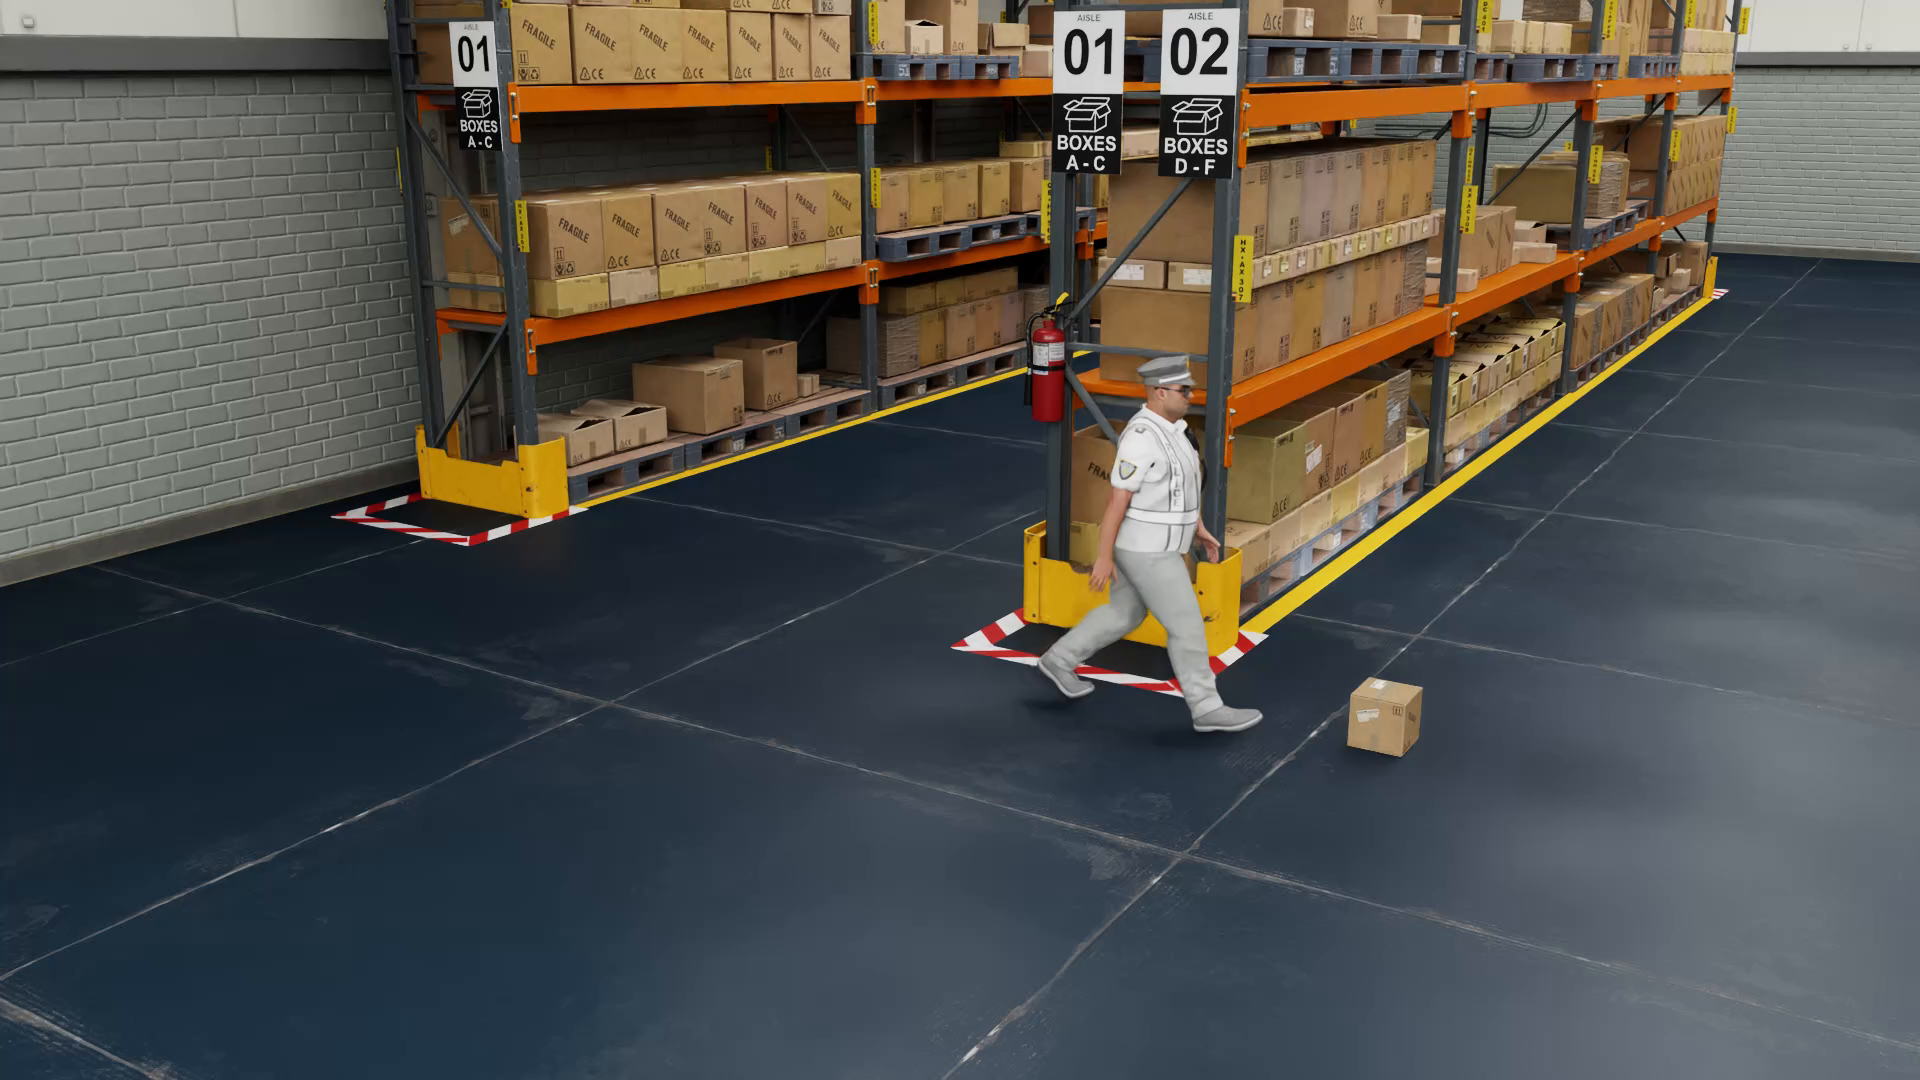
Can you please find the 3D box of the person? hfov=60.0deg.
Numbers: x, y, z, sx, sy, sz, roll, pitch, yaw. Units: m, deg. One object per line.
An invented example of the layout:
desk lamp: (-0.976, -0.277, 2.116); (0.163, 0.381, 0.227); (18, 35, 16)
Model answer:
person: (1.022, 0.002, 7.482); (0.701, 1.729, 0.574); (6, 17, 19)
